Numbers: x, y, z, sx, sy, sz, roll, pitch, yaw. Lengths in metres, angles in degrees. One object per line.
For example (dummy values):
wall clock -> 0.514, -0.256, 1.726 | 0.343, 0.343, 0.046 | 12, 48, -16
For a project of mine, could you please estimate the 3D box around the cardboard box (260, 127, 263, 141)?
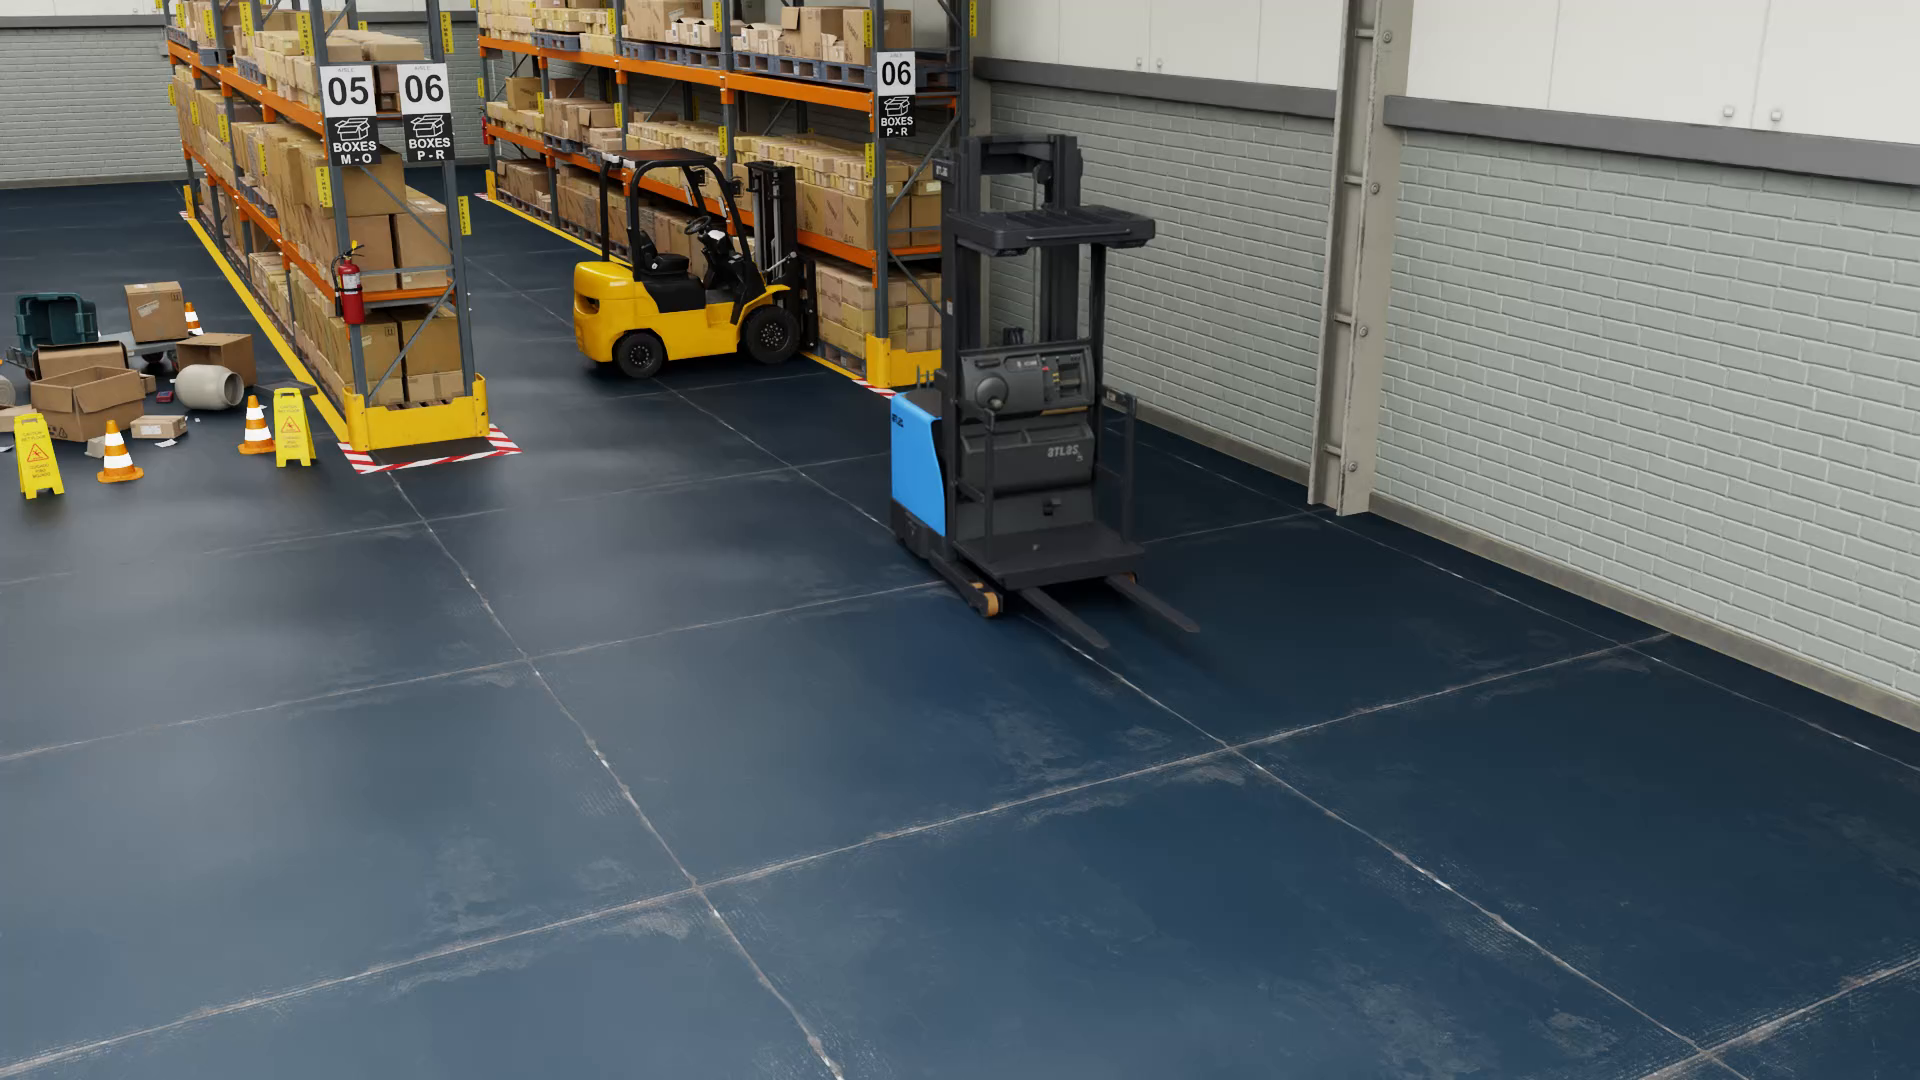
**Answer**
cardboard box -> -7.397, -4.426, 18.113 | 0.380, 0.149, 0.250 | -11, 22, -28

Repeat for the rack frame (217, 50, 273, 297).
rack frame -> -8.540, -4.588, 20.829 | 1.000, 3.000, 0.127 | -10, 21, -27

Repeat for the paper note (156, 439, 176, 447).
paper note -> -6.942, -0.851, 14.551 | 0.142, 0.019, 0.148 | 16, 25, 39

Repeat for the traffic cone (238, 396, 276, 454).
traffic cone -> -6.081, -1.016, 14.366 | 0.336, 0.463, 0.334 | -10, 21, -27

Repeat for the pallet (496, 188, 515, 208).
pallet -> -7.557, -6.086, 29.445 | 1.003, 0.211, 1.213 | -10, 21, -27

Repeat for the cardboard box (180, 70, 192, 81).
cardboard box -> -11.715, -7.115, 25.471 | 0.380, 0.149, 0.250 | -11, 22, -28

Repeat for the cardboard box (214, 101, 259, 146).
cardboard box -> -9.267, -5.362, 21.386 | 0.500, 0.500, 0.500 | -10, 21, -26

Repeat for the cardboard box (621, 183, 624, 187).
cardboard box -> -4.899, -5.327, 25.163 | 0.380, 0.149, 0.250 | -11, 22, -29

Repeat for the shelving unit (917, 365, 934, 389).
shelving unit -> -0.169, -0.700, 12.321 | 0.258, 1.200, 0.189 | -8, 21, -22

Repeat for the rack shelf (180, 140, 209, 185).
rack shelf -> -11.389, -5.970, 25.938 | 1.077, 0.370, 4.000 | -10, 21, -27

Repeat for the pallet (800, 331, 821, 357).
pallet -> -1.350, -2.306, 18.491 | 1.003, 0.211, 1.213 | -10, 21, -27

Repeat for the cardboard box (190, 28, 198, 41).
cardboard box -> -10.147, -6.825, 22.428 | 0.380, 0.166, 0.250 | -12, 22, -30

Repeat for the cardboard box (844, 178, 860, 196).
cardboard box -> -0.933, -3.540, 16.645 | 0.380, 0.149, 0.250 | -10, 21, -26

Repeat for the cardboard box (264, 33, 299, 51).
cardboard box -> -6.411, -4.748, 15.857 | 0.380, 0.149, 0.250 | -10, 21, -27

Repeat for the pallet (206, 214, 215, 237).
pallet -> -11.315, -4.999, 26.296 | 1.003, 0.211, 1.213 | -10, 21, -27

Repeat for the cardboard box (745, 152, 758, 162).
cardboard box -> -2.230, -4.357, 19.013 | 0.380, 0.149, 0.250 | -9, 21, -25

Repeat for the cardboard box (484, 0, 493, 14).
cardboard box -> -7.758, -9.063, 28.208 | 0.500, 0.250, 0.500 | -10, 21, -27

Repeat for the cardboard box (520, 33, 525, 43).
cardboard box -> -6.850, -8.083, 26.745 | 0.380, 0.149, 0.250 | -10, 21, -27

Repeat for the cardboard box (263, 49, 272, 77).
cardboard box -> -6.420, -4.612, 16.074 | 0.500, 0.250, 0.500 | -10, 21, -27

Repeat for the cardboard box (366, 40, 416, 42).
cardboard box -> -4.929, -4.253, 14.421 | 0.380, 0.149, 0.250 | -10, 21, -27

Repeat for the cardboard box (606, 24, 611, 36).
cardboard box -> -4.660, -7.035, 22.942 | 0.380, 0.149, 0.250 | -11, 22, -28

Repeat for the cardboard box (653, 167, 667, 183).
cardboard box -> -3.693, -4.830, 21.760 | 0.500, 0.250, 0.500 | -11, 22, -28

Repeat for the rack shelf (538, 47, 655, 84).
rack shelf -> -5.123, -7.010, 24.352 | 1.077, 0.370, 4.000 | -10, 21, -27

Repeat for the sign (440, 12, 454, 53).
sign -> -4.264, -4.207, 13.786 | 0.100, 0.325, 0.005 | -10, 21, -27

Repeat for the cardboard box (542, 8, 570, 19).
cardboard box -> -6.045, -7.893, 24.941 | 0.380, 0.149, 0.250 | -10, 22, -28

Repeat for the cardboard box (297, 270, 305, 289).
cardboard box -> -6.346, -2.596, 16.484 | 0.380, 0.149, 0.250 | -9, 21, -25

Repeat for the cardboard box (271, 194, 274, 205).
cardboard box -> -7.238, -3.703, 18.006 | 0.380, 0.149, 0.250 | -11, 22, -28

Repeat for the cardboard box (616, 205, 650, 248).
cardboard box -> -4.564, -4.463, 23.655 | 0.500, 0.500, 0.500 | -9, 21, -25

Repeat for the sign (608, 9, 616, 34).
sign -> -4.652, -6.937, 22.245 | 0.100, 0.325, 0.005 | -10, 21, -27

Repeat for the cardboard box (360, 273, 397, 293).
cardboard box -> -5.107, -2.247, 14.430 | 0.380, 0.149, 0.250 | -9, 21, -25

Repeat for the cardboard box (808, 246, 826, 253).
cardboard box -> -1.388, -3.179, 18.786 | 0.500, 0.250, 0.500 | -10, 21, -26

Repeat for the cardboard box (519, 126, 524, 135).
cardboard box -> -7.164, -6.886, 27.873 | 0.380, 0.149, 0.250 | -10, 21, -27

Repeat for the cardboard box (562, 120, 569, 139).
cardboard box -> -5.751, -6.183, 25.014 | 0.396, 0.266, 0.258 | -9, 21, -24

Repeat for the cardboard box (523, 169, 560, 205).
cardboard box -> -6.901, -5.932, 27.912 | 0.700, 0.500, 0.500 | -11, 22, -29

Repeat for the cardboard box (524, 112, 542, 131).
cardboard box -> -6.781, -6.826, 27.088 | 0.500, 0.250, 0.500 | -10, 21, -26

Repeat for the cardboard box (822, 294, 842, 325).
cardboard box -> -1.110, -2.433, 17.390 | 0.500, 0.250, 0.500 | -10, 22, -27

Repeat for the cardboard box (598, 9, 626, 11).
cardboard box -> -5.073, -7.685, 24.339 | 0.380, 0.149, 0.250 | -9, 21, -25

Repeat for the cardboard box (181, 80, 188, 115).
cardboard box -> -11.621, -6.786, 25.512 | 0.500, 0.500, 0.500 | -10, 21, -26

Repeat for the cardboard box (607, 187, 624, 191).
cardboard box -> -5.079, -5.094, 24.490 | 0.380, 0.149, 0.250 | -10, 22, -27

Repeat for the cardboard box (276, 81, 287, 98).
cardboard box -> -6.174, -4.228, 15.572 | 0.380, 0.149, 0.250 | -10, 22, -28

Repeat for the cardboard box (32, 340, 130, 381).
cardboard box -> -8.255, -1.555, 15.658 | 0.797, 0.637, 0.503 | -10, 21, -27

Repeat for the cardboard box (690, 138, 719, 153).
cardboard box -> -3.082, -4.832, 20.388 | 0.380, 0.149, 0.250 | -11, 22, -28

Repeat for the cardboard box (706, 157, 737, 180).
cardboard box -> -2.732, -4.477, 19.969 | 0.500, 0.250, 0.500 | -10, 22, -28

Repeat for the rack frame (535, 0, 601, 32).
rack frame -> -6.073, -9.342, 25.410 | 1.000, 3.000, 0.127 | -10, 21, -27

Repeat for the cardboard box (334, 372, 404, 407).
cardboard box -> -5.373, -1.388, 15.126 | 0.500, 0.250, 0.500 | -10, 21, -27

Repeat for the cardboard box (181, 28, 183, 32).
cardboard box -> -11.150, -7.491, 24.231 | 0.380, 0.149, 0.250 | -9, 21, -25

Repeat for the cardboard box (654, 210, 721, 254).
cardboard box -> -3.572, -4.066, 22.314 | 0.875, 0.625, 0.625 | -9, 21, -25

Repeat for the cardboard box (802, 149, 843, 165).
cardboard box -> -1.464, -4.066, 17.711 | 0.380, 0.149, 0.250 | -10, 21, -26

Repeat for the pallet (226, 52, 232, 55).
pallet -> -9.961, -6.808, 22.958 | 0.805, 0.209, 1.217 | -11, 22, -29

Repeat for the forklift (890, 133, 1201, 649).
forklift -> 0.533, -1.044, 10.665 | 1.130, 2.935, 3.031 | -8, 21, -22

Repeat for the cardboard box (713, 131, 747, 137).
cardboard box -> -2.935, -5.143, 21.289 | 0.380, 0.149, 0.250 | -10, 21, -26

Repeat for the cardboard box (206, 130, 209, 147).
cardboard box -> -10.207, -5.586, 23.186 | 0.500, 0.250, 0.500 | -10, 21, -26

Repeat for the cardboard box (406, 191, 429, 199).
cardboard box -> -5.214, -2.953, 15.480 | 0.500, 0.500, 0.500 | -10, 22, -28

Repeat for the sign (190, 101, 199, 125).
sign -> -10.927, -6.097, 23.752 | 0.100, 0.325, 0.005 | -10, 21, -27

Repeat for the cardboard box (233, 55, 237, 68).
cardboard box -> -8.540, -5.771, 20.043 | 0.380, 0.149, 0.250 | -10, 21, -27

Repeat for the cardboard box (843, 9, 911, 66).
cardboard box -> -0.799, -4.862, 16.074 | 0.500, 0.500, 0.500 | -9, 21, -25

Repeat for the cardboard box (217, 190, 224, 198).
cardboard box -> -11.069, -5.177, 25.821 | 0.875, 0.438, 0.875 | -11, 22, -28

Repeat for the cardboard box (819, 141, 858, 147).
cardboard box -> -1.357, -4.367, 18.586 | 0.380, 0.149, 0.250 | -10, 22, -28
